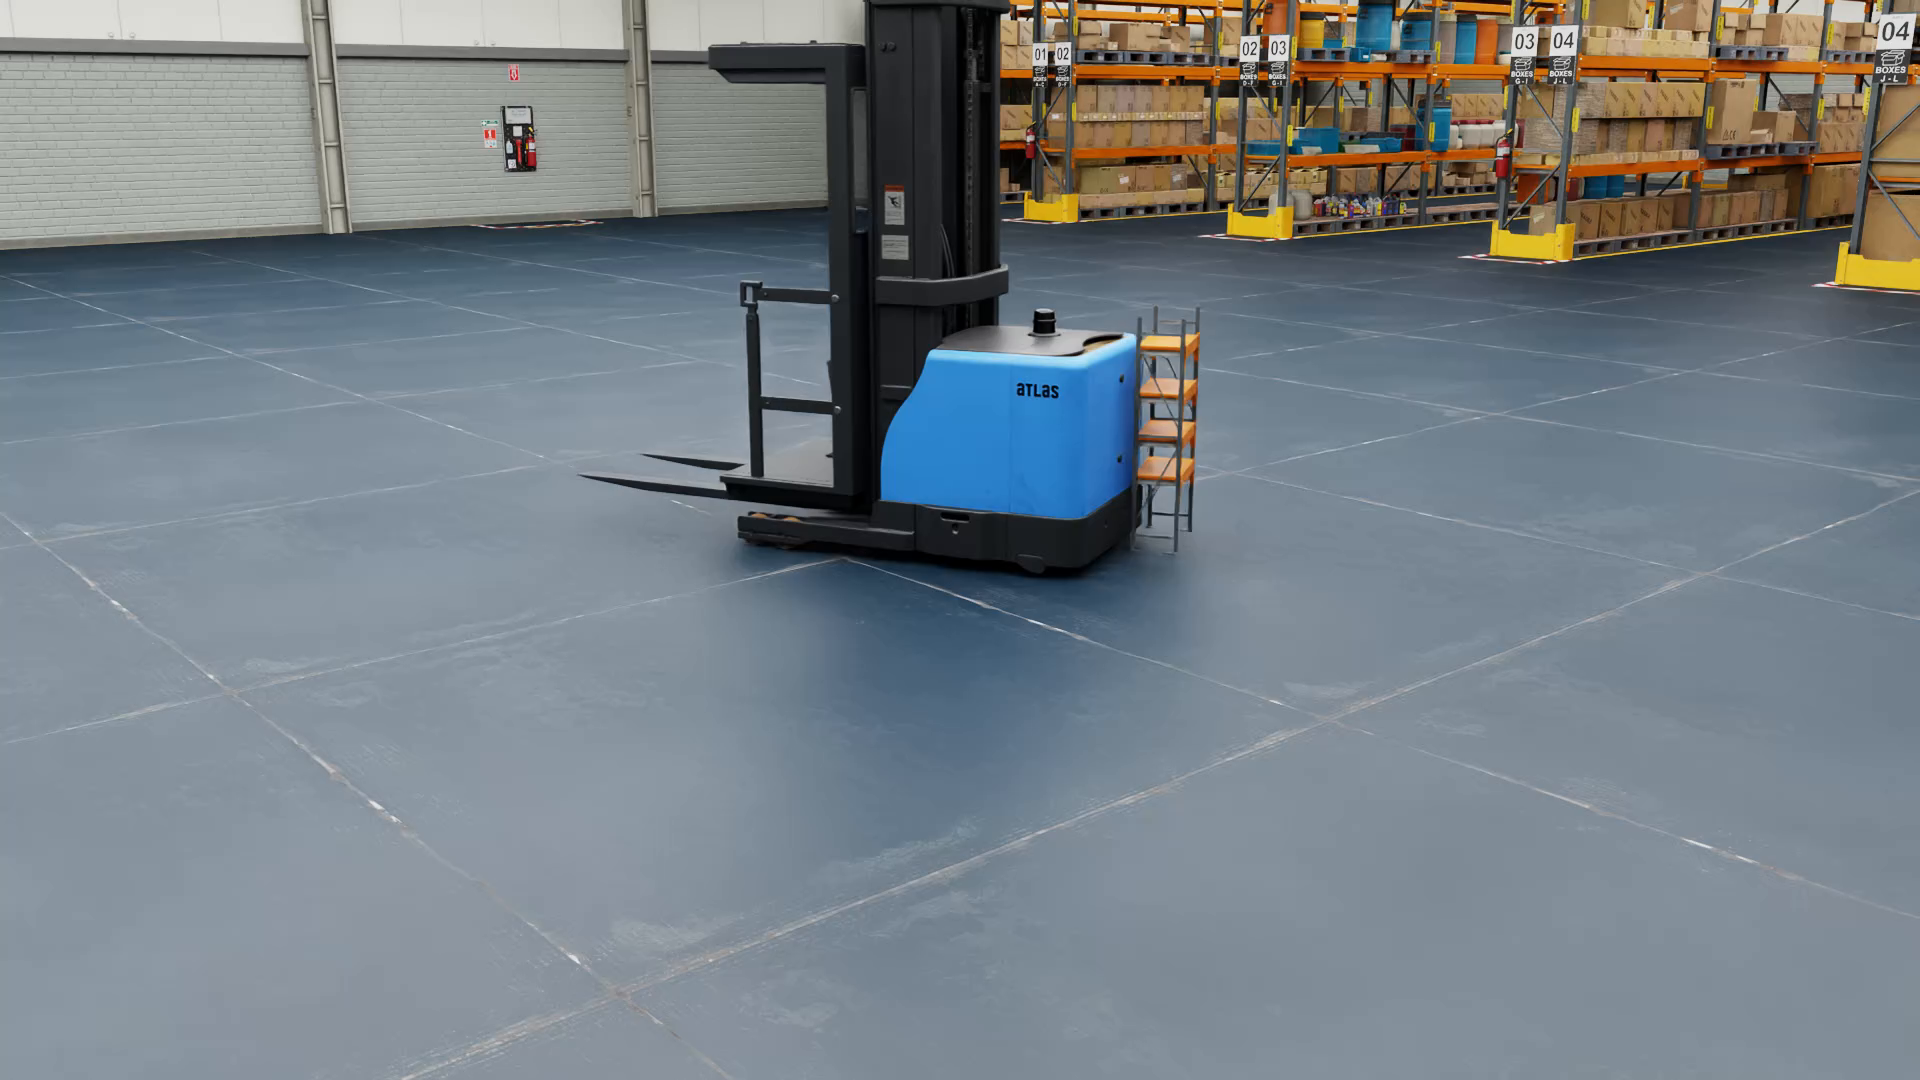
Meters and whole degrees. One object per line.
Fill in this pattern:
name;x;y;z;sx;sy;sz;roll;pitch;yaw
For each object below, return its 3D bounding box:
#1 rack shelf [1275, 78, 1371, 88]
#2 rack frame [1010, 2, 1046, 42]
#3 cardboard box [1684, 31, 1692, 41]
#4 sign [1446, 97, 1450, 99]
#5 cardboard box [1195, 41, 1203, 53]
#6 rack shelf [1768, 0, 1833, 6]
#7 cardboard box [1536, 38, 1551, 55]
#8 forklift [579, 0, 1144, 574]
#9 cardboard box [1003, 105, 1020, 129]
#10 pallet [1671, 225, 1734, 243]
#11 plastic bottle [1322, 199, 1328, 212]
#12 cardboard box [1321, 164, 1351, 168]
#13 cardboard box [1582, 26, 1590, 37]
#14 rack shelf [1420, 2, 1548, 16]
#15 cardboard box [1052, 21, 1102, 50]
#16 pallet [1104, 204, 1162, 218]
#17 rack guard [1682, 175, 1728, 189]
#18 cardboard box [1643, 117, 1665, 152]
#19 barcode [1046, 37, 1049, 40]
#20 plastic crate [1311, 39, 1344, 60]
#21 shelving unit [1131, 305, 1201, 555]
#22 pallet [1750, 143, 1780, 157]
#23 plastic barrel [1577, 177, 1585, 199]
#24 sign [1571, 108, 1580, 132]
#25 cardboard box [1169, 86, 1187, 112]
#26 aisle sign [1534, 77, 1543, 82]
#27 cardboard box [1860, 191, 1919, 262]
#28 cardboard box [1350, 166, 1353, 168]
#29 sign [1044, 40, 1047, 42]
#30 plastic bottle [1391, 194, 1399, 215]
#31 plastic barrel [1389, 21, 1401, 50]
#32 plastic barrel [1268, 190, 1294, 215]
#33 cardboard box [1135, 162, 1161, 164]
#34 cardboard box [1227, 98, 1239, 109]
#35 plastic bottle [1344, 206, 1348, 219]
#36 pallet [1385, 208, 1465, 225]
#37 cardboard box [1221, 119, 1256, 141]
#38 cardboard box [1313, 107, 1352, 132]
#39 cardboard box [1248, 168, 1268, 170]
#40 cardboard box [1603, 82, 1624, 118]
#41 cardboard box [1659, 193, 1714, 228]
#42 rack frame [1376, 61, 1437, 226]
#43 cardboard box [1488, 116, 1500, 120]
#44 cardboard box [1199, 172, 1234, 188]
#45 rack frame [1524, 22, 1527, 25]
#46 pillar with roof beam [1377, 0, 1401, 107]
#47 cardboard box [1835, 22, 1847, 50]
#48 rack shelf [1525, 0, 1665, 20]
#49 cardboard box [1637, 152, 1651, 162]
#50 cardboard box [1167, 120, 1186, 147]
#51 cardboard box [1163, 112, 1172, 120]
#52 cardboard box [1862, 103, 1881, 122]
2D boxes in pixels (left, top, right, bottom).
rack shelf;9.031;-11.913;43.119;4.000;0.370;1.077;-13;19;-39
rack frame;1.487;-12.016;36.297;0.127;3.000;1.000;-13;19;-39
cardboard box;10.793;-7.596;25.080;0.250;0.149;0.380;-14;20;-42
sign;11.144;-9.961;37.985;0.005;0.325;0.100;-13;19;-39
cardboard box;5.624;-11.790;40.216;0.500;0.500;0.700;-11;19;-37
rack shelf;12.751;-8.921;26.879;4.000;0.370;1.077;-13;19;-39
cardboard box;8.422;-7.055;23.827;0.500;0.250;0.500;-12;19;-38
forklift;-0.602;-1.485;8.628;3.031;2.935;1.130;6;16;23
cardboard box;0.961;-9.191;36.145;0.500;0.500;0.500;-13;20;-40
pallet;11.828;-5.010;27.095;1.213;0.211;1.003;-13;19;-39
plastic bottle;6.384;-5.865;29.321;0.135;0.276;0.152;-13;20;-41
cardboard box;8.351;-8.413;36.972;0.500;0.250;0.500;-12;19;-37
cardboard box;8.584;-7.118;23.291;0.250;0.149;0.380;-13;20;-40
rack shelf;12.286;-12.397;39.124;4.000;0.370;1.077;-13;19;-39
cardboard box;2.161;-9.342;30.815;0.637;0.503;0.797;-11;18;-36
pallet;3.194;-6.472;32.571;1.213;0.211;1.003;-13;19;-39
rack guard;17.053;-8.021;37.808;0.348;0.500;1.175;-13;19;-39
cardboard box;10.151;-6.170;25.267;0.500;0.500;0.875;-13;19;-39
barcode;1.636;-9.351;31.007;0.075;0.075;0.001;-13;19;-39
plastic crate;6.214;-8.334;28.358;0.575;0.384;0.392;-13;19;-39
shelving unit;1.061;-0.575;8.577;0.258;1.200;0.503;4;16;15
pallet;12.793;-6.466;27.517;1.213;0.211;1.003;-13;19;-39
plastic barrel;12.585;-7.258;34.116;0.421;0.512;0.421;0;15;0
sign;8.581;-5.860;23.197;0.005;0.325;0.100;-13;19;-39
cardboard box;4.031;-8.667;32.675;0.500;0.500;0.700;-13;20;-39
aisle sign;14.047;-11.395;40.558;0.004;0.787;0.394;-13;19;-39
cardboard box;11.872;-3.868;20.723;0.875;0.875;0.875;-13;19;-39
cardboard box;8.702;-8.128;37.358;0.500;0.500;0.500;-14;20;-41
sign;1.849;-10.712;36.227;0.005;0.325;0.100;-13;19;-39
plastic bottle;7.694;-5.956;29.517;0.185;0.351;0.144;-13;20;-41
plastic barrel;7.537;-8.860;29.265;0.421;0.512;0.421;0;15;0
plastic barrel;5.420;-5.639;28.054;0.421;0.512;0.421;0;15;0
cardboard box;3.815;-7.287;33.278;0.500;0.500;0.500;-13;19;-39
cardboard box;6.561;-10.737;40.871;0.500;0.250;0.500;-12;19;-38
plastic bottle;6.624;-5.636;28.607;0.097;0.201;0.097;0;15;0
pallet;8.558;-5.982;30.737;1.213;0.211;1.003;-13;19;-39
cardboard box;5.730;-8.418;34.260;0.500;0.500;0.500;-11;18;-35
cardboard box;8.161;-9.211;36.414;0.700;0.500;0.500;8;17;28
cardboard box;6.395;-7.769;35.449;0.500;0.311;0.500;-13;20;-41
cardboard box;9.200;-6.346;23.986;0.500;0.500;0.500;-13;19;-39
cardboard box;11.719;-5.329;26.880;0.700;0.500;0.500;14;21;43
rack frame;7.991;-7.189;29.851;0.127;3.000;1.000;-13;19;-39
cardboard box;12.486;-9.849;39.615;0.500;0.500;0.500;-13;20;-40
cardboard box;5.217;-7.321;33.772;0.500;0.311;0.500;-13;19;-39
rack frame;13.795;-13.085;40.299;0.127;3.000;1.000;-13;19;-39
pillar with roof beam;14.835;-13.836;43.113;0.400;9.000;9.100;-13;19;-39
cardboard box;15.266;-8.883;29.374;0.500;0.500;0.500;-11;19;-36
rack shelf;12.517;-10.563;33.026;4.000;0.370;1.077;-13;19;-39
cardboard box;10.132;-5.758;24.982;0.250;0.149;0.380;-13;19;-39
cardboard box;4.018;-8.035;32.825;0.500;0.500;0.700;-13;20;-40
cardboard box;3.909;-8.256;32.394;0.250;0.149;0.380;-13;20;-40
cardboard box;16.275;-7.889;30.334;0.637;0.503;0.797;-12;19;-39
